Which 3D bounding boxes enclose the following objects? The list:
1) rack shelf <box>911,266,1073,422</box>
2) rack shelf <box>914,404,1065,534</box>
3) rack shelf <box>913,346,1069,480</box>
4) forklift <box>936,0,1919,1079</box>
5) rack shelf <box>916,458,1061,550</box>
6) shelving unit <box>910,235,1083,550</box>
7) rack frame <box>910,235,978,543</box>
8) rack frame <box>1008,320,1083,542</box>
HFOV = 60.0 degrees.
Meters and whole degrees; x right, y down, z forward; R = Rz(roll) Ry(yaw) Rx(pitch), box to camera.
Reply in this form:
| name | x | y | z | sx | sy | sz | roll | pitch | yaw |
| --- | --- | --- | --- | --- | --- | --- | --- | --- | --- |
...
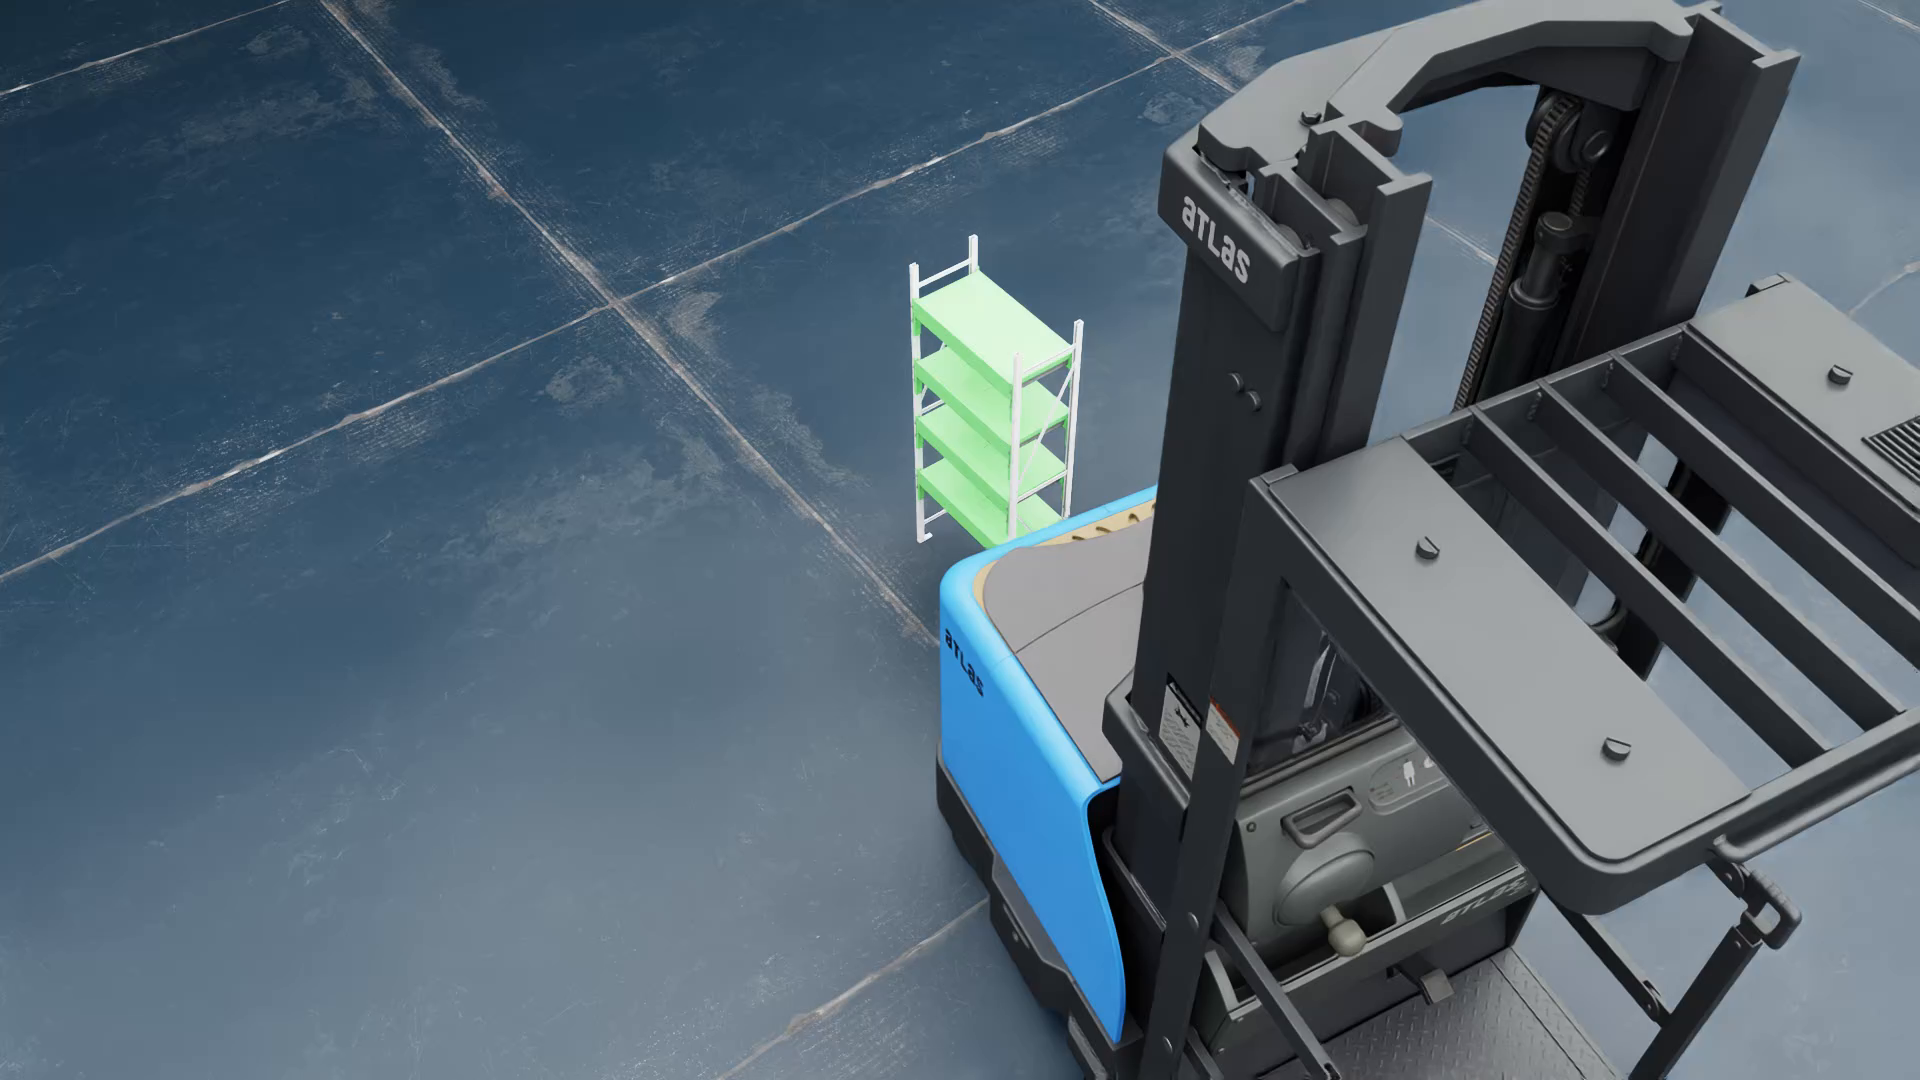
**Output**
| name | x | y | z | sx | sy | sz | roll | pitch | yaw |
| --- | --- | --- | --- | --- | --- | --- | --- | --- | --- |
| rack shelf | 0.100 | -0.585 | 4.909 | 0.258 | 0.148 | 0.480 | -29 | 54 | -24 |
| rack shelf | 0.100 | -0.262 | 5.264 | 0.258 | 0.148 | 0.480 | -29 | 54 | -24 |
| rack shelf | 0.100 | -0.424 | 5.087 | 0.258 | 0.148 | 0.480 | -29 | 54 | -24 |
| forklift | 1.051 | 0.619 | 3.211 | 1.130 | 2.935 | 3.031 | -21 | 51 | -18 |
| rack shelf | 0.100 | -0.101 | 5.442 | 0.258 | 0.148 | 0.480 | -29 | 54 | -24 |
| shelving unit | 0.100 | -0.305 | 5.217 | 0.258 | 1.200 | 0.503 | -29 | 54 | -24 |
| rack frame | -0.048 | -0.449 | 5.347 | 0.240 | 1.200 | 0.015 | -29 | 54 | -24 |
| rack frame | 0.248 | -0.162 | 5.087 | 0.240 | 1.200 | 0.015 | -29 | 54 | -24 |
